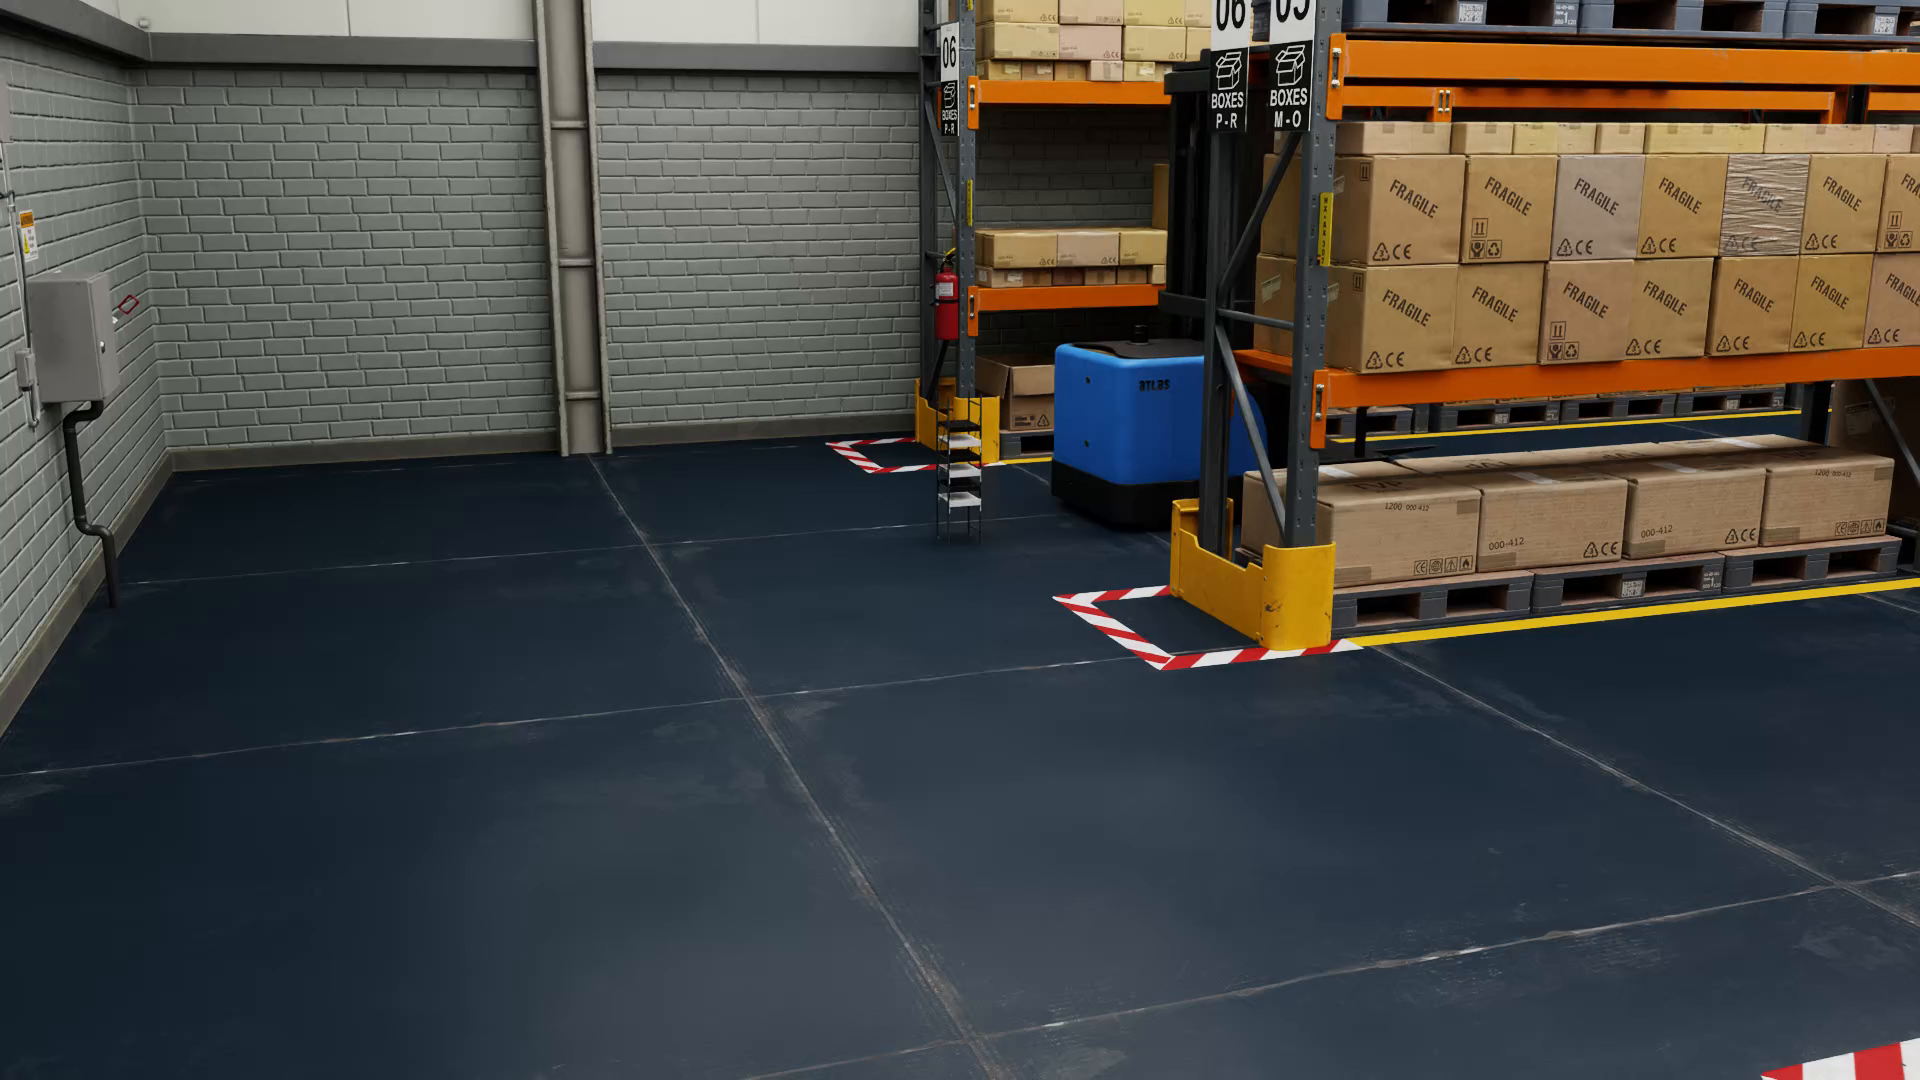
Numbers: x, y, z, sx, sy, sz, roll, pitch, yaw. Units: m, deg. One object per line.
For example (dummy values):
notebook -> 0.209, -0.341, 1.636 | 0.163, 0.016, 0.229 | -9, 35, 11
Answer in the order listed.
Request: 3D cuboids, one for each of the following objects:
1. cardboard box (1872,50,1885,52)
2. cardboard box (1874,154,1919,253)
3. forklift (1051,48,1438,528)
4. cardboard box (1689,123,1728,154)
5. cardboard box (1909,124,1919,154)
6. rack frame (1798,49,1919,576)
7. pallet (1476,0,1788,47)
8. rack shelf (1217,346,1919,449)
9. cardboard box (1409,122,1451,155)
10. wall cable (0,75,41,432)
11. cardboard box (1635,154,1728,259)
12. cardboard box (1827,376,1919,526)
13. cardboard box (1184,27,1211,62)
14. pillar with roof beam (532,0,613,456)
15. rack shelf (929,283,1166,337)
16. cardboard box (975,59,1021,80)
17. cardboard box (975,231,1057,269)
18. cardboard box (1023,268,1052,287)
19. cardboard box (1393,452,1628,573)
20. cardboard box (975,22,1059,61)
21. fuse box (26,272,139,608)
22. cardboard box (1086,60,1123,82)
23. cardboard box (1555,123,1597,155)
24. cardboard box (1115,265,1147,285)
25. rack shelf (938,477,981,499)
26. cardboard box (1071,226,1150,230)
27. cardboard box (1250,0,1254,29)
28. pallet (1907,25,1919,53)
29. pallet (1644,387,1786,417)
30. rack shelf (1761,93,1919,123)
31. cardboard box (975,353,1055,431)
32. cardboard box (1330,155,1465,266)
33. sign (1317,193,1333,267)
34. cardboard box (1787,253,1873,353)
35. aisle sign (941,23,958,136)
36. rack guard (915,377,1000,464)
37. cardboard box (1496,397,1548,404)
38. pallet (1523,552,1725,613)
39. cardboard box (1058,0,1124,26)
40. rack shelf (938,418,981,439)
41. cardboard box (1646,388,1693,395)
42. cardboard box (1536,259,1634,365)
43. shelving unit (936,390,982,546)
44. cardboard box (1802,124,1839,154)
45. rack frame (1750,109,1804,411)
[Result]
cardboard box -> 7.905, -4.305, 14.658 | 0.250, 0.166, 0.380 | -4, 14, -18
cardboard box -> 4.914, -1.803, 8.865 | 0.500, 0.500, 0.500 | -5, 14, -19
forklift -> 2.175, -1.699, 10.951 | 3.031, 2.935, 1.130 | -5, 14, -22
cardboard box -> 3.623, -2.020, 8.373 | 0.250, 0.149, 0.380 | -4, 14, -18
cardboard box -> 5.083, -2.122, 8.802 | 0.250, 0.149, 0.380 | -5, 14, -19
rack frame -> 5.273, -1.364, 9.393 | 0.127, 3.000, 1.000 | -4, 14, -18
pallet -> 3.340, -2.632, 8.437 | 1.213, 0.211, 1.003 | -4, 14, -18
rack shelf -> 3.377, -0.866, 8.856 | 4.000, 0.370, 1.077 | -4, 14, -18
cardboard box -> 2.132, -1.919, 7.952 | 0.250, 0.149, 0.380 | -4, 14, -17
wall cable -> -4.318, -1.452, 7.568 | 0.122, 1.984, 0.588 | -4, 14, -18
cardboard box -> 3.473, -1.693, 8.400 | 0.500, 0.500, 0.500 | -4, 14, -18
cardboard box -> 5.835, -0.598, 9.857 | 0.875, 0.875, 0.875 | -4, 14, -16
cardboard box -> 1.850, -3.781, 12.755 | 0.500, 0.250, 0.500 | -5, 14, -19
pillar with roof beam -> -1.575, -4.130, 8.059 | 0.400, 9.000, 9.100 | -4, 14, -18
rack shelf -> 1.791, -1.954, 13.432 | 4.000, 0.370, 1.077 | -4, 14, -18
cardboard box -> 0.271, -3.466, 12.294 | 0.250, 0.149, 0.380 | -4, 14, -17
cardboard box -> 0.411, -2.203, 12.603 | 0.500, 0.250, 0.500 | -4, 14, -18
cardboard box -> 0.521, -2.028, 12.727 | 0.250, 0.149, 0.380 | -4, 14, -17
cardboard box -> 2.940, -0.166, 8.989 | 0.875, 0.438, 0.875 | -4, 14, -17
cardboard box -> 0.403, -3.661, 12.249 | 0.500, 0.250, 0.500 | -5, 14, -19
fuse box -> -4.387, -0.492, 8.512 | 0.414, 1.711, 0.539 | -4, 14, -18
cardboard box -> 1.029, -3.502, 12.446 | 0.250, 0.149, 0.380 | -4, 14, -17
cardboard box -> 2.891, -1.968, 8.155 | 0.250, 0.149, 0.380 | -4, 14, -18
cardboard box -> 1.268, -2.081, 12.951 | 0.250, 0.149, 0.380 | -4, 14, -17
rack shelf -> -0.008, -0.317, 10.065 | 0.200, 0.077, 0.258 | -4, 14, -18
cardboard box -> 1.206, -2.394, 13.406 | 0.500, 0.250, 0.500 | -4, 14, -16
cardboard box -> 2.324, -4.061, 12.853 | 0.500, 0.250, 0.500 | -4, 14, -17
pallet -> 6.126, -2.808, 9.398 | 1.217, 0.209, 0.805 | -5, 14, -20
pallet -> 6.758, -1.344, 15.336 | 1.213, 0.211, 1.003 | -4, 14, -18
rack shelf -> 9.373, -4.004, 15.567 | 4.000, 0.370, 1.077 | -4, 14, -18
cardboard box -> 0.505, -1.171, 13.070 | 0.637, 0.503, 0.797 | -5, 14, -20
cardboard box -> 2.028, -1.576, 7.911 | 0.500, 0.500, 0.500 | -5, 14, -19
sign -> 1.653, -1.406, 7.529 | 0.005, 0.325, 0.100 | -4, 14, -18
cardboard box -> 4.429, -1.283, 8.837 | 0.500, 0.500, 0.500 | -5, 14, -19
aisle sign -> -0.076, -3.352, 12.135 | 0.004, 0.787, 0.394 | -4, 14, -18
rack guard -> -0.033, -0.946, 13.041 | 0.348, 0.500, 1.175 | -4, 14, -18
cardboard box -> 4.718, -1.468, 14.326 | 0.500, 0.500, 0.500 | -5, 14, -19
pallet -> 3.369, 0.123, 9.170 | 1.213, 0.211, 1.003 | -4, 14, -18
cardboard box -> 0.884, -3.942, 12.352 | 0.500, 0.250, 0.500 | -5, 14, -18
rack shelf -> -0.008, -0.667, 9.981 | 0.200, 0.077, 0.258 | -4, 14, -18
cardboard box -> 6.172, -1.583, 14.811 | 0.500, 0.500, 0.500 | -4, 14, -16
cardboard box -> 2.987, -1.166, 8.349 | 0.500, 0.500, 0.500 | -5, 14, -18
shelving unit -> -0.008, -0.437, 10.036 | 0.210, 0.900, 0.258 | -4, 14, -18
cardboard box -> 4.324, -2.087, 8.657 | 0.250, 0.149, 0.380 | -5, 14, -19
rack frame -> 7.477, -2.747, 15.210 | 0.127, 3.000, 1.000 | -4, 14, -18
